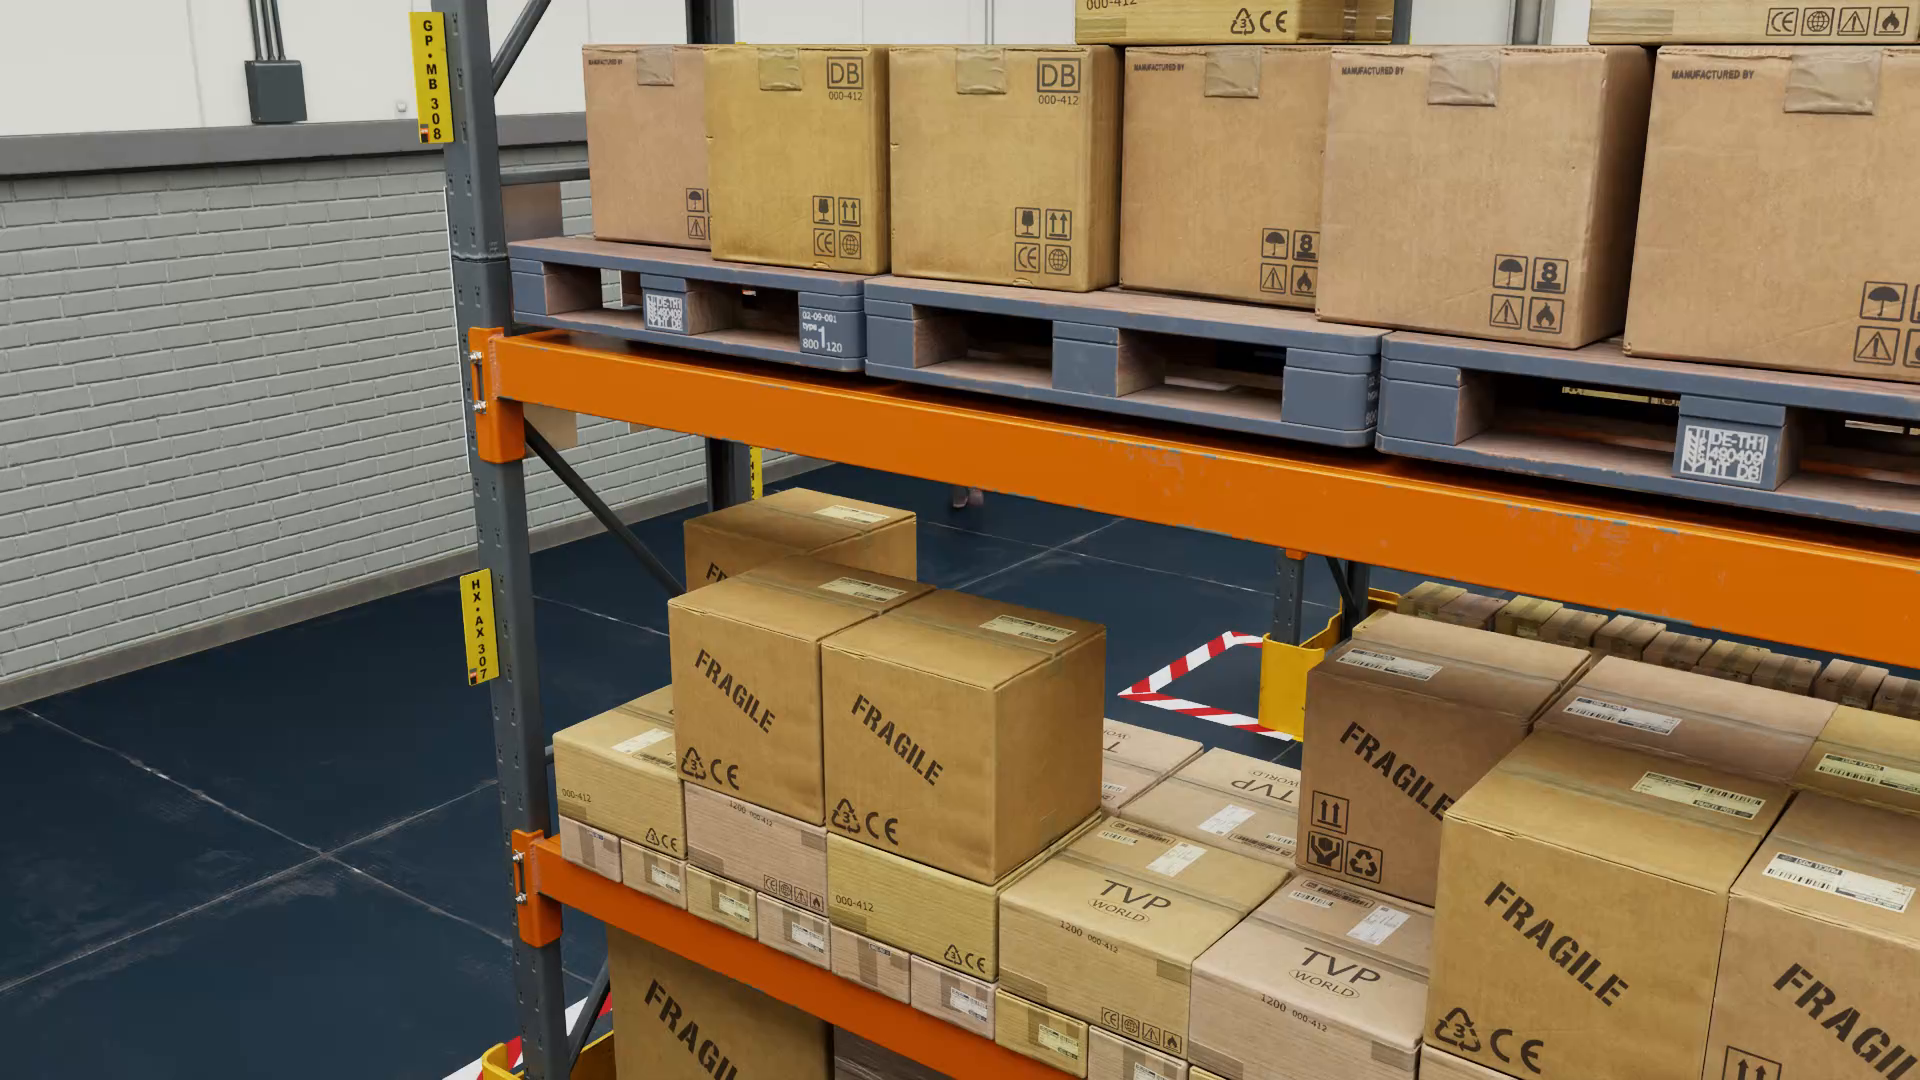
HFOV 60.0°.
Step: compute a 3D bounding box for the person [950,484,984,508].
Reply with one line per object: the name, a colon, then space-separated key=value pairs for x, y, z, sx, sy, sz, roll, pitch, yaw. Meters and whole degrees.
person: x=0.048 y=-1.031 z=12.917 sx=0.440 sy=1.644 sz=0.578 roll=1 pitch=17 yaw=4
